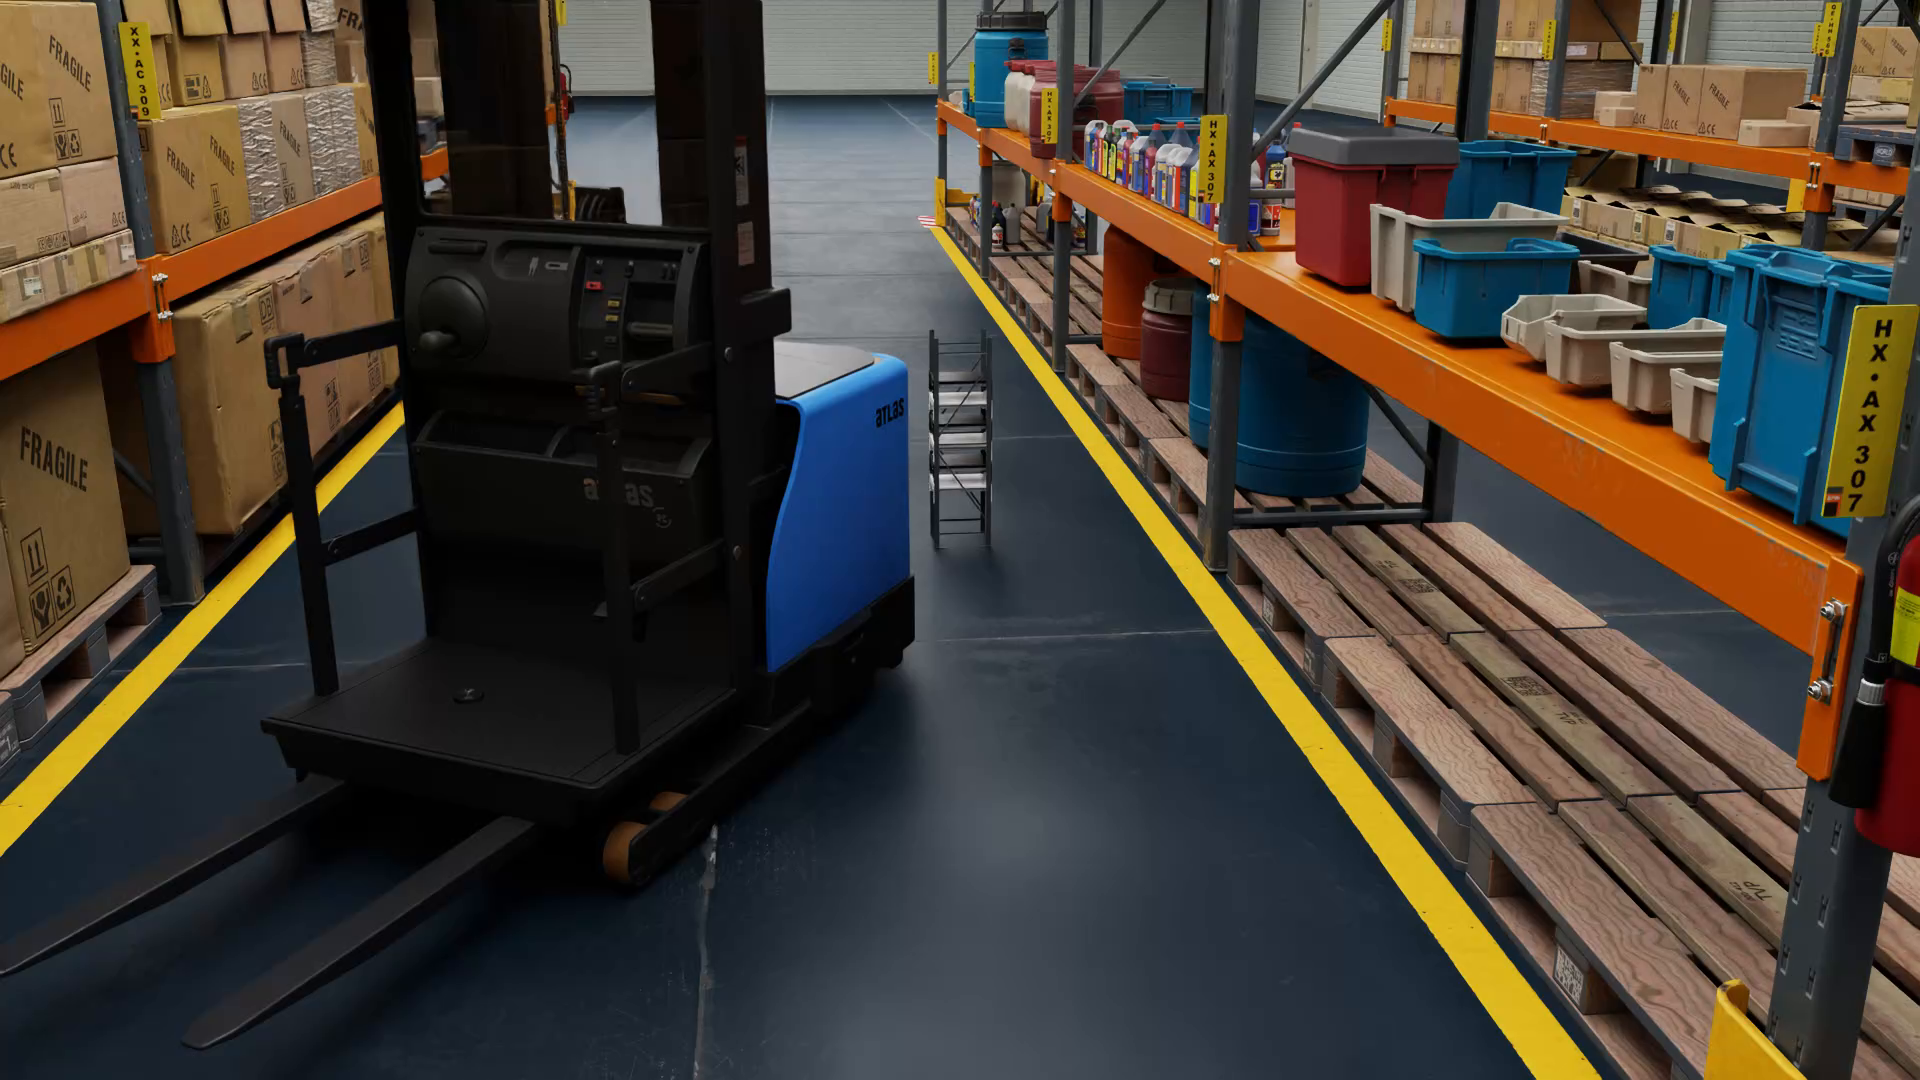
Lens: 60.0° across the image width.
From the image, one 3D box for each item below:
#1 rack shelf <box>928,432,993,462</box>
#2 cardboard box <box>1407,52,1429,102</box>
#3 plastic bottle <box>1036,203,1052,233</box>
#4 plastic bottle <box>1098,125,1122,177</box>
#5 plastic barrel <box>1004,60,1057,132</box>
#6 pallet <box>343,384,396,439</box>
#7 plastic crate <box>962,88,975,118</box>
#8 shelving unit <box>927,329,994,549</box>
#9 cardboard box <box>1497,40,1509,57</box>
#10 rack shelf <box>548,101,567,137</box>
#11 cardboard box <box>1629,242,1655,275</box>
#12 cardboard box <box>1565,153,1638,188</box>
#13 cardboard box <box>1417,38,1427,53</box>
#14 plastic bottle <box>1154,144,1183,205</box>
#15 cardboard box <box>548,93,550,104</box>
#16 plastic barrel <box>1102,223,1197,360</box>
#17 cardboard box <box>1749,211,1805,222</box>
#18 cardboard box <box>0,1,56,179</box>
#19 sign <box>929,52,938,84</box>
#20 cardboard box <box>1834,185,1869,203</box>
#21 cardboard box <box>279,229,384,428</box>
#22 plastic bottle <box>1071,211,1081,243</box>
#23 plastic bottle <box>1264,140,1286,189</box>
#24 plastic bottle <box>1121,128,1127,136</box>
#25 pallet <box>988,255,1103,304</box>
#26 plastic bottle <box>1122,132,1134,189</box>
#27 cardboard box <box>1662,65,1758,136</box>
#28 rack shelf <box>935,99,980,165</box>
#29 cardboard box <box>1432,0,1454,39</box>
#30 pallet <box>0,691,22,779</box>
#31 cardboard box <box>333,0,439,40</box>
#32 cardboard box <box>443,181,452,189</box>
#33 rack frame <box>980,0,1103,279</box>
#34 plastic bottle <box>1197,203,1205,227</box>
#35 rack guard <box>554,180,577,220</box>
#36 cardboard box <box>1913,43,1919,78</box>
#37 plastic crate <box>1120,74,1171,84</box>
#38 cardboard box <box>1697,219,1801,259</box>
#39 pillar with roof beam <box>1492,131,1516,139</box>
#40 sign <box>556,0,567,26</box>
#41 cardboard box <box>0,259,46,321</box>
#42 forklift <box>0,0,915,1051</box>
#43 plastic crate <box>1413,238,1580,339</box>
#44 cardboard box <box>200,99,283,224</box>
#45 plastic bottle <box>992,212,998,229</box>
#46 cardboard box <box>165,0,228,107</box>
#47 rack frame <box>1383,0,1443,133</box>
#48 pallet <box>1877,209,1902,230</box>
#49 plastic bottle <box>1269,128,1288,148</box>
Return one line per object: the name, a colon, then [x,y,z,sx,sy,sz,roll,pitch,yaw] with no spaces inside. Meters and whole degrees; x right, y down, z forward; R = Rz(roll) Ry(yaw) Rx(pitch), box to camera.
rack shelf: [0.001,-0.395,7.045,0.258,0.077,0.200,-2,18,-6]
cardboard box: [5.229,-4.962,17.808,0.700,0.500,0.500,-2,18,-6]
plastic bottle: [0.800,-3.045,15.681,0.152,0.276,0.135,-2,18,-6]
plastic bottle: [0.862,-2.183,9.329,0.152,0.276,0.135,-2,18,-6]
plastic barrel: [0.559,-3.483,13.038,0.433,0.535,0.433,0,17,0]
pallet: [-3.829,-0.798,9.366,1.003,0.211,1.213,-2,18,-6]
plastic crate: [0.294,-3.961,15.034,0.499,0.251,0.616,-2,18,-6]
shelving unit: [0.001,-0.427,7.035,0.258,0.900,0.210,-2,18,-6]
cardboard box: [5.262,-4.597,15.562,0.380,0.149,0.250,-2,18,-6]
rack shelf: [-4.454,-3.810,15.506,1.077,0.370,4.000,-2,18,-6]
cardboard box: [5.560,-2.165,12.954,0.500,0.250,0.500,-1,17,-5]
cardboard box: [5.869,-3.256,15.179,0.500,0.500,0.500,-2,18,-6]
cardboard box: [5.049,-5.209,17.512,0.380,0.149,0.250,-2,18,-7]
plastic bottle: [1.014,-1.743,7.930,0.152,0.276,0.135,-2,18,-6]
cardboard box: [-4.426,-4.551,17.084,0.380,0.149,0.250,-2,18,-6]
plastic barrel: [1.159,-1.538,9.991,0.600,0.830,0.708,-2,18,-6]
cardboard box: [6.144,-2.300,12.448,0.500,0.311,0.500,-2,18,-7]
cardboard box: [-3.062,-1.324,4.888,0.500,0.500,0.500,-2,18,-5]
sign: [-0.282,-5.018,17.692,0.100,0.325,0.005,-2,18,-6]
cardboard box: [10.102,-3.926,18.430,0.500,0.311,0.500,-4,18,-12]
cardboard box: [-3.701,-1.080,8.456,1.225,0.875,0.875,-2,18,-5]
plastic bottle: [1.021,-2.825,14.980,0.152,0.276,0.135,-1,17,-4]
plastic bottle: [1.567,-1.849,8.274,0.097,0.271,0.097,0,17,0]
plastic bottle: [0.907,-2.147,9.223,0.097,0.271,0.097,0,17,0]
pallet: [0.798,-2.147,13.664,1.003,0.211,1.213,-2,18,-6]
plastic bottle: [0.888,-1.978,8.666,0.061,0.283,0.133,-2,18,-6]
cardboard box: [5.775,-3.375,12.751,0.500,0.500,0.500,-2,18,-6]
rack shelf: [0.472,-3.963,15.994,1.077,0.370,4.000,-2,18,-6]
cardboard box: [5.294,-5.409,17.065,0.700,0.500,0.500,-2,18,-7]
pallet: [-3.293,0.750,4.436,1.003,0.211,1.213,-2,18,-6]
cardboard box: [-4.305,-3.803,12.580,1.000,1.000,1.000,-2,18,-5]
cardboard box: [-4.458,-3.038,15.320,0.500,0.500,0.500,-3,18,-11]
rack frame: [0.679,-3.710,13.988,1.000,3.000,0.127,-2,18,-6]
plastic bottle: [1.104,-1.484,7.103,0.152,0.276,0.135,-2,18,-6]
rack guard: [-4.653,-3.534,17.599,1.175,0.500,0.348,-2,18,-6]
cardboard box: [10.024,-4.897,16.734,0.500,0.500,0.500,-1,17,-4]
plastic crate: [1.229,-3.040,11.746,0.402,0.464,0.583,-2,18,-6]
cardboard box: [5.659,-2.130,11.906,0.500,0.311,0.500,-2,18,-6]
pillar with roof beam: [5.533,-11.331,28.245,9.100,9.000,0.400,-2,18,-6]
sign: [-4.106,-5.463,17.111,0.100,0.325,0.005,-2,18,-6]
cardboard box: [-2.986,-0.744,4.957,0.380,0.149,0.250,-1,17,-5]
forklift: [-1.201,-0.645,4.338,1.130,2.935,3.031,7,19,22]
plastic crate: [1.449,-0.688,4.540,0.416,0.233,0.300,-2,18,-6]
cardboard box: [-3.326,-1.665,7.307,0.500,0.500,0.500,-2,18,-7]
plastic bottle: [0.301,-2.757,14.753,0.061,0.283,0.133,-1,17,-3]
cardboard box: [-3.556,-2.095,7.001,0.797,0.503,0.637,-2,17,-5]
rack frame: [5.193,-5.054,18.268,1.000,3.000,0.127,-2,18,-6]
pallet: [10.299,-3.249,17.175,1.003,0.211,1.213,-2,18,-6]
plastic bottle: [1.650,-1.999,8.617,0.144,0.351,0.185,-2,18,-6]
